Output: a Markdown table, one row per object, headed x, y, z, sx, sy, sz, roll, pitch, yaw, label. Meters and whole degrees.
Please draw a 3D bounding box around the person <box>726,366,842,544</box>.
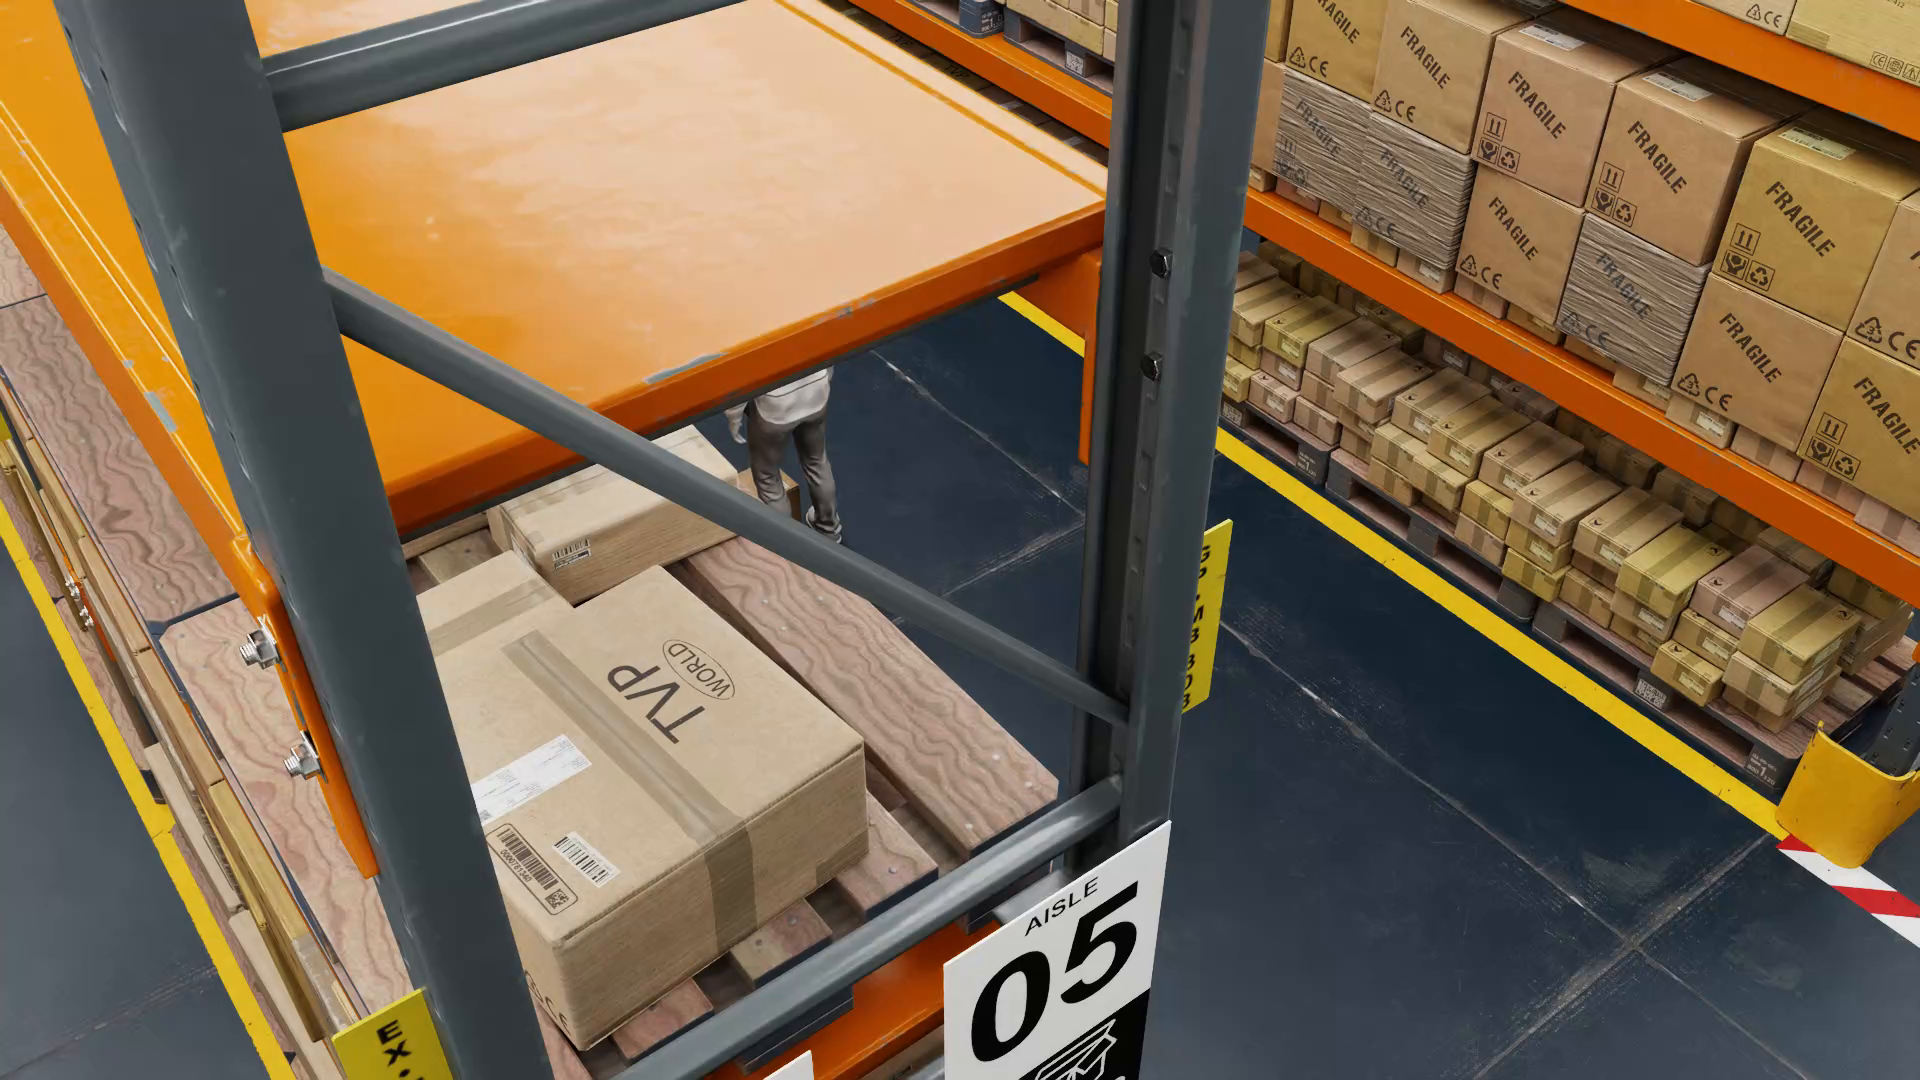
| x | y | z | sx | sy | sz | roll | pitch | yaw | label |
| --- | --- | --- | --- | --- | --- | --- | --- | --- | --- |
| -0.760 | -0.588 | 7.102 | 0.530 | 1.663 | 0.377 | -27 | 47 | -28 | person |
